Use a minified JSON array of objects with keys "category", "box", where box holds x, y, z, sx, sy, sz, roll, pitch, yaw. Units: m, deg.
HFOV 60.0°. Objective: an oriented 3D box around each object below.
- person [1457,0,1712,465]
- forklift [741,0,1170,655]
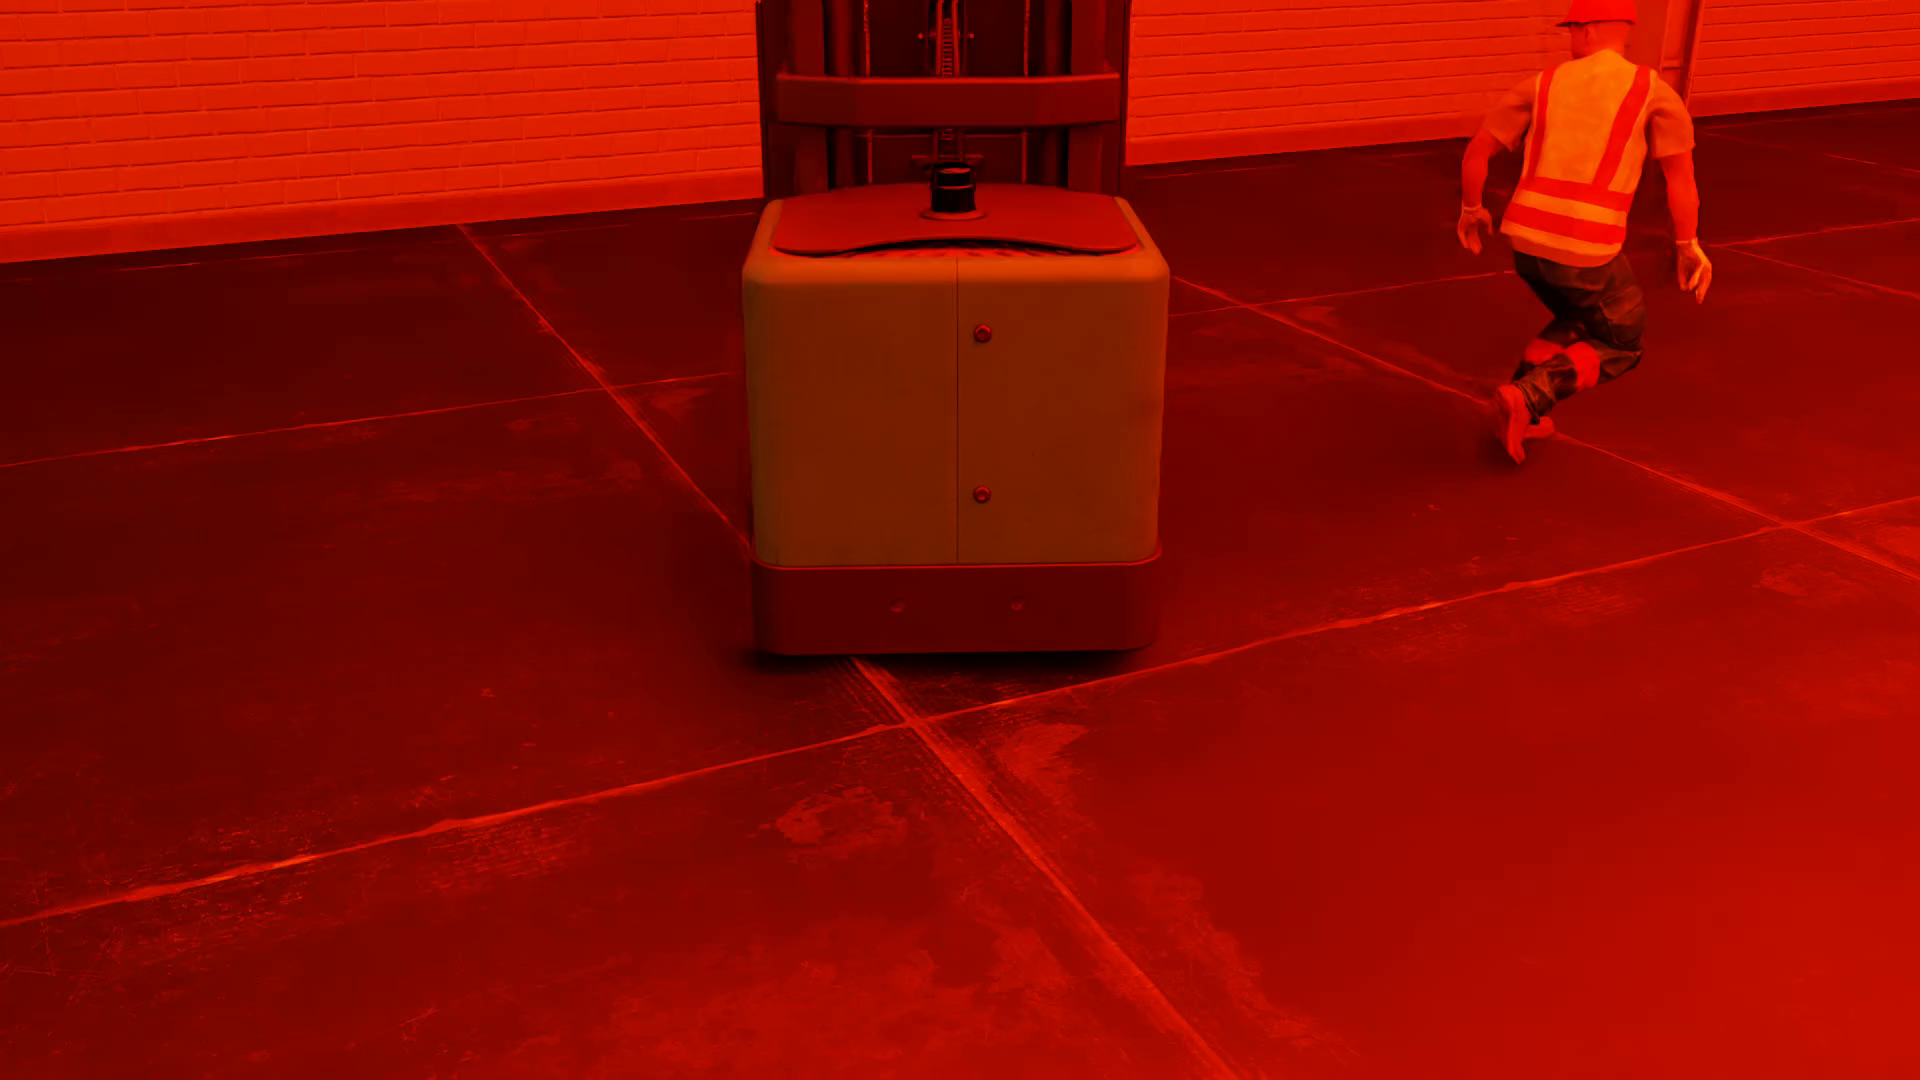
[{"category":"person","box":[2.044,-1.042,5.602,0.657,1.567,0.852,-18,28,-36]},{"category":"forklift","box":[-0.058,-1.580,5.090,1.130,2.935,3.031,-1,23,-2]}]
